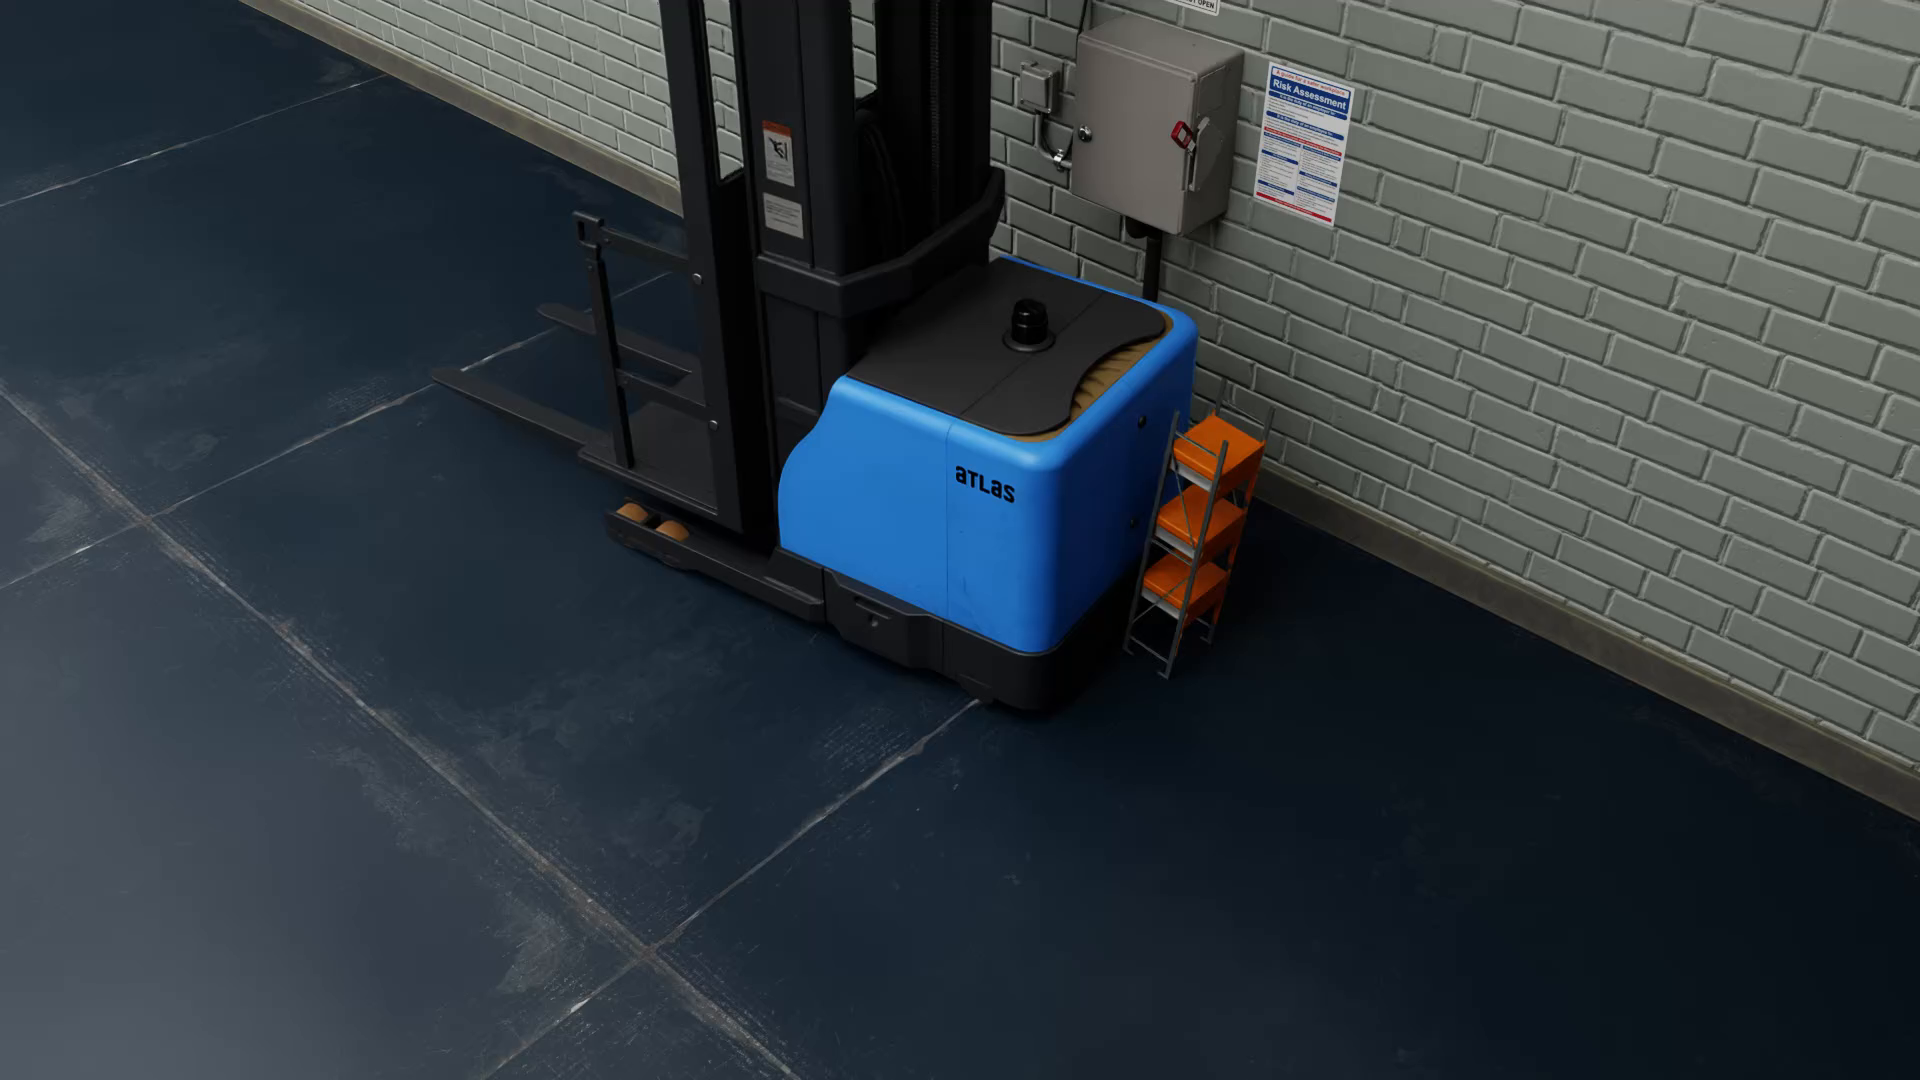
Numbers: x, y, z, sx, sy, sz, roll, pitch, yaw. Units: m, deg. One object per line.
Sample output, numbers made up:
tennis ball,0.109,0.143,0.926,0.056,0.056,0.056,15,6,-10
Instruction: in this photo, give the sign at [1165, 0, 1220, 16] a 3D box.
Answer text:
sign,0.742,-1.918,5.589,0.339,0.242,0.001,30,47,32

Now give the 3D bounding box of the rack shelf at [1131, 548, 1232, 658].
rack shelf,0.738,0.195,5.605,0.215,0.259,0.240,35,50,27

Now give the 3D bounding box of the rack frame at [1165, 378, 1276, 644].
rack frame,0.845,-0.071,5.479,0.200,1.050,0.008,35,50,27

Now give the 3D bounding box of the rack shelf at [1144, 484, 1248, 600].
rack shelf,0.761,-0.007,5.416,0.215,0.259,0.240,35,50,27

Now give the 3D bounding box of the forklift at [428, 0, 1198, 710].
forklift,-0.712,-1.301,5.531,3.031,2.935,1.130,22,44,26

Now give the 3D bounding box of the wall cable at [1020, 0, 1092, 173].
wall cable,0.246,-2.233,5.832,0.588,1.984,0.122,30,47,32

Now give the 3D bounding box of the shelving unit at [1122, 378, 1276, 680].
shelving unit,0.762,-0.015,5.408,0.215,1.050,0.252,35,50,27

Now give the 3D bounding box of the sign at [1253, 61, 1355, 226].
sign,1.148,-1.327,5.585,0.329,0.494,0.001,30,47,32

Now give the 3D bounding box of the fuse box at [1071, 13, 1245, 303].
fuse box,0.644,-0.972,6.098,0.539,1.711,0.414,30,47,32

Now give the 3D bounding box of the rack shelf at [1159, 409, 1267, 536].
rack shelf,0.785,-0.214,5.223,0.215,0.259,0.240,35,50,27

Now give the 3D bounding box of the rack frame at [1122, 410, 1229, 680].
rack frame,0.680,0.041,5.338,0.200,1.050,0.008,35,50,27
